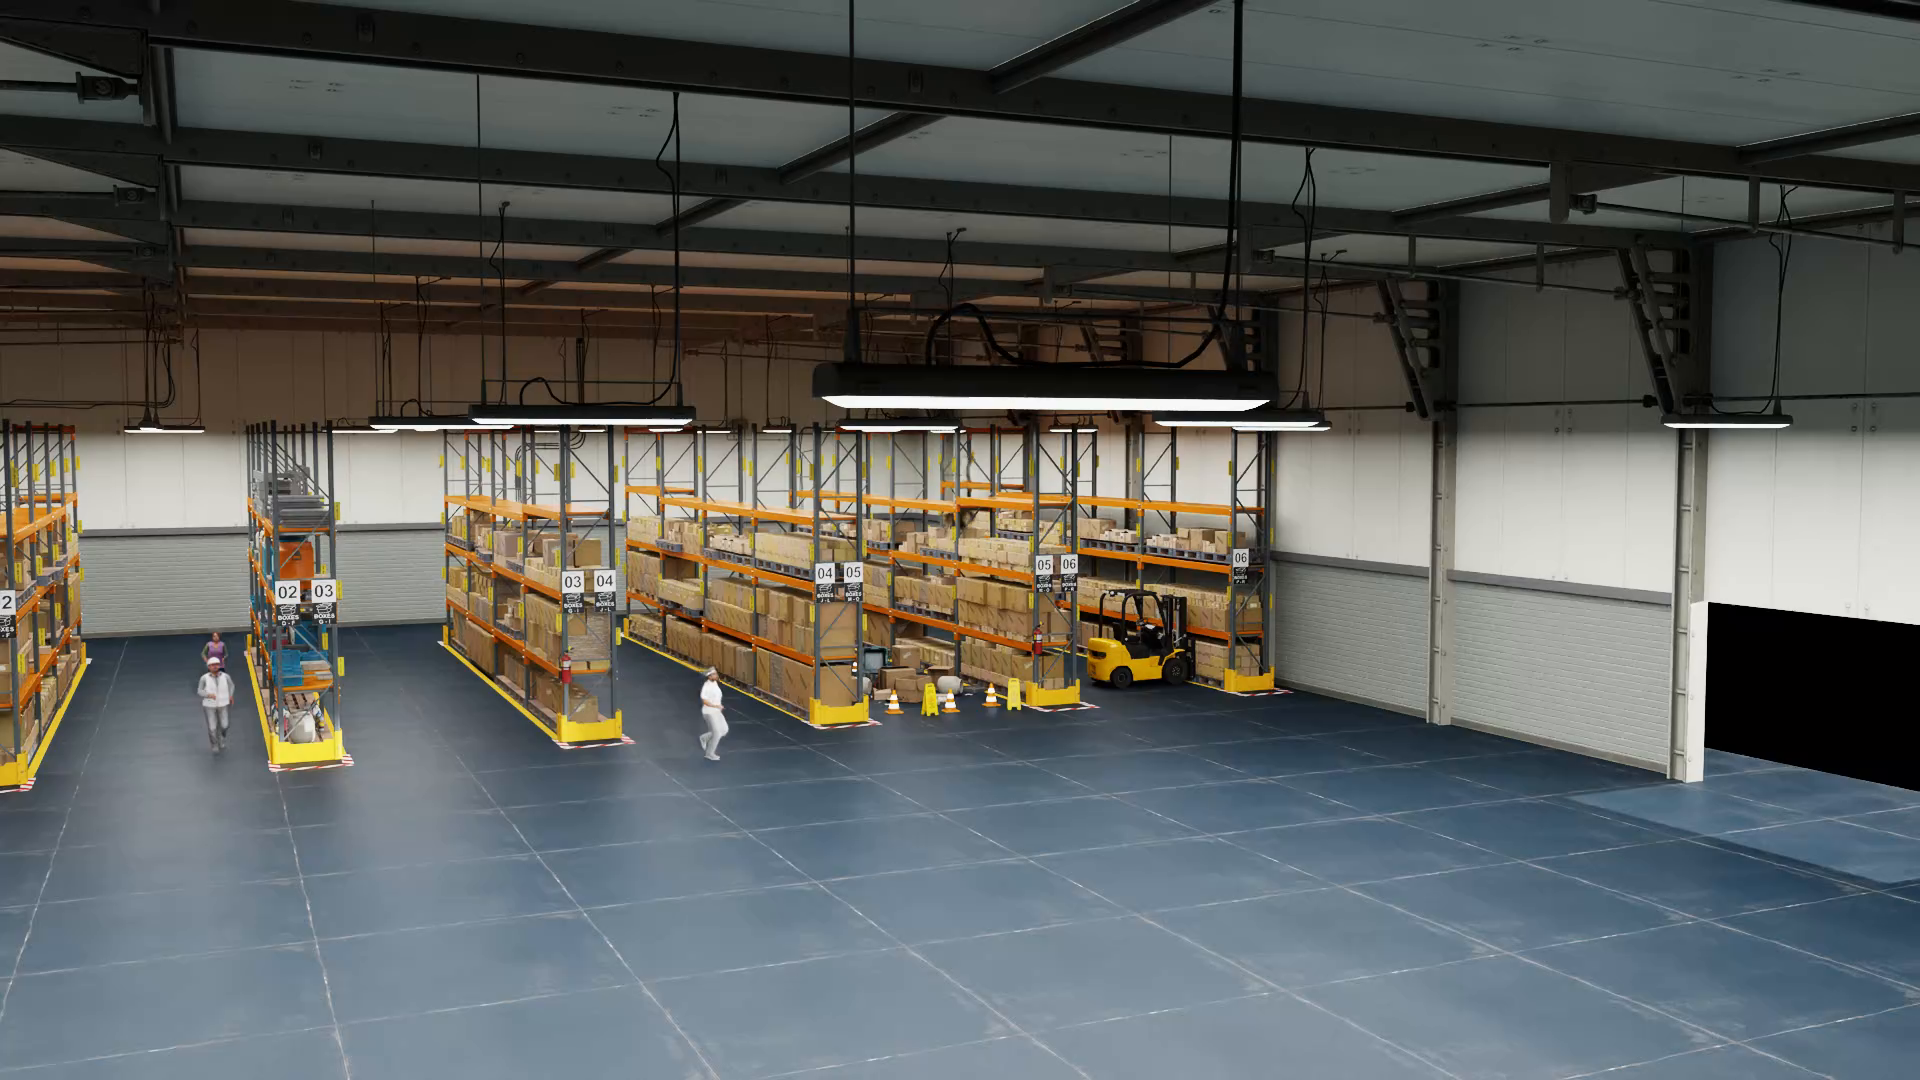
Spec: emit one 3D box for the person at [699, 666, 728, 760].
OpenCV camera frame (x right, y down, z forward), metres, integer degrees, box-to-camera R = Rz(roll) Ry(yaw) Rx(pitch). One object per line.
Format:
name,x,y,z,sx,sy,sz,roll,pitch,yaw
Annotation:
person,-4.371,3.058,29.462,0.500,1.659,0.629,1,4,10

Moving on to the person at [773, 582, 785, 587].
person,-5.470,1.672,51.027,0.892,1.783,0.717,0,4,-8

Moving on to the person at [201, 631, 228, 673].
person,-15.814,2.720,35.324,0.513,1.559,0.601,-2,4,-28

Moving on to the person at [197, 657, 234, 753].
person,-13.368,2.976,29.928,0.643,1.732,0.603,-2,4,-30
